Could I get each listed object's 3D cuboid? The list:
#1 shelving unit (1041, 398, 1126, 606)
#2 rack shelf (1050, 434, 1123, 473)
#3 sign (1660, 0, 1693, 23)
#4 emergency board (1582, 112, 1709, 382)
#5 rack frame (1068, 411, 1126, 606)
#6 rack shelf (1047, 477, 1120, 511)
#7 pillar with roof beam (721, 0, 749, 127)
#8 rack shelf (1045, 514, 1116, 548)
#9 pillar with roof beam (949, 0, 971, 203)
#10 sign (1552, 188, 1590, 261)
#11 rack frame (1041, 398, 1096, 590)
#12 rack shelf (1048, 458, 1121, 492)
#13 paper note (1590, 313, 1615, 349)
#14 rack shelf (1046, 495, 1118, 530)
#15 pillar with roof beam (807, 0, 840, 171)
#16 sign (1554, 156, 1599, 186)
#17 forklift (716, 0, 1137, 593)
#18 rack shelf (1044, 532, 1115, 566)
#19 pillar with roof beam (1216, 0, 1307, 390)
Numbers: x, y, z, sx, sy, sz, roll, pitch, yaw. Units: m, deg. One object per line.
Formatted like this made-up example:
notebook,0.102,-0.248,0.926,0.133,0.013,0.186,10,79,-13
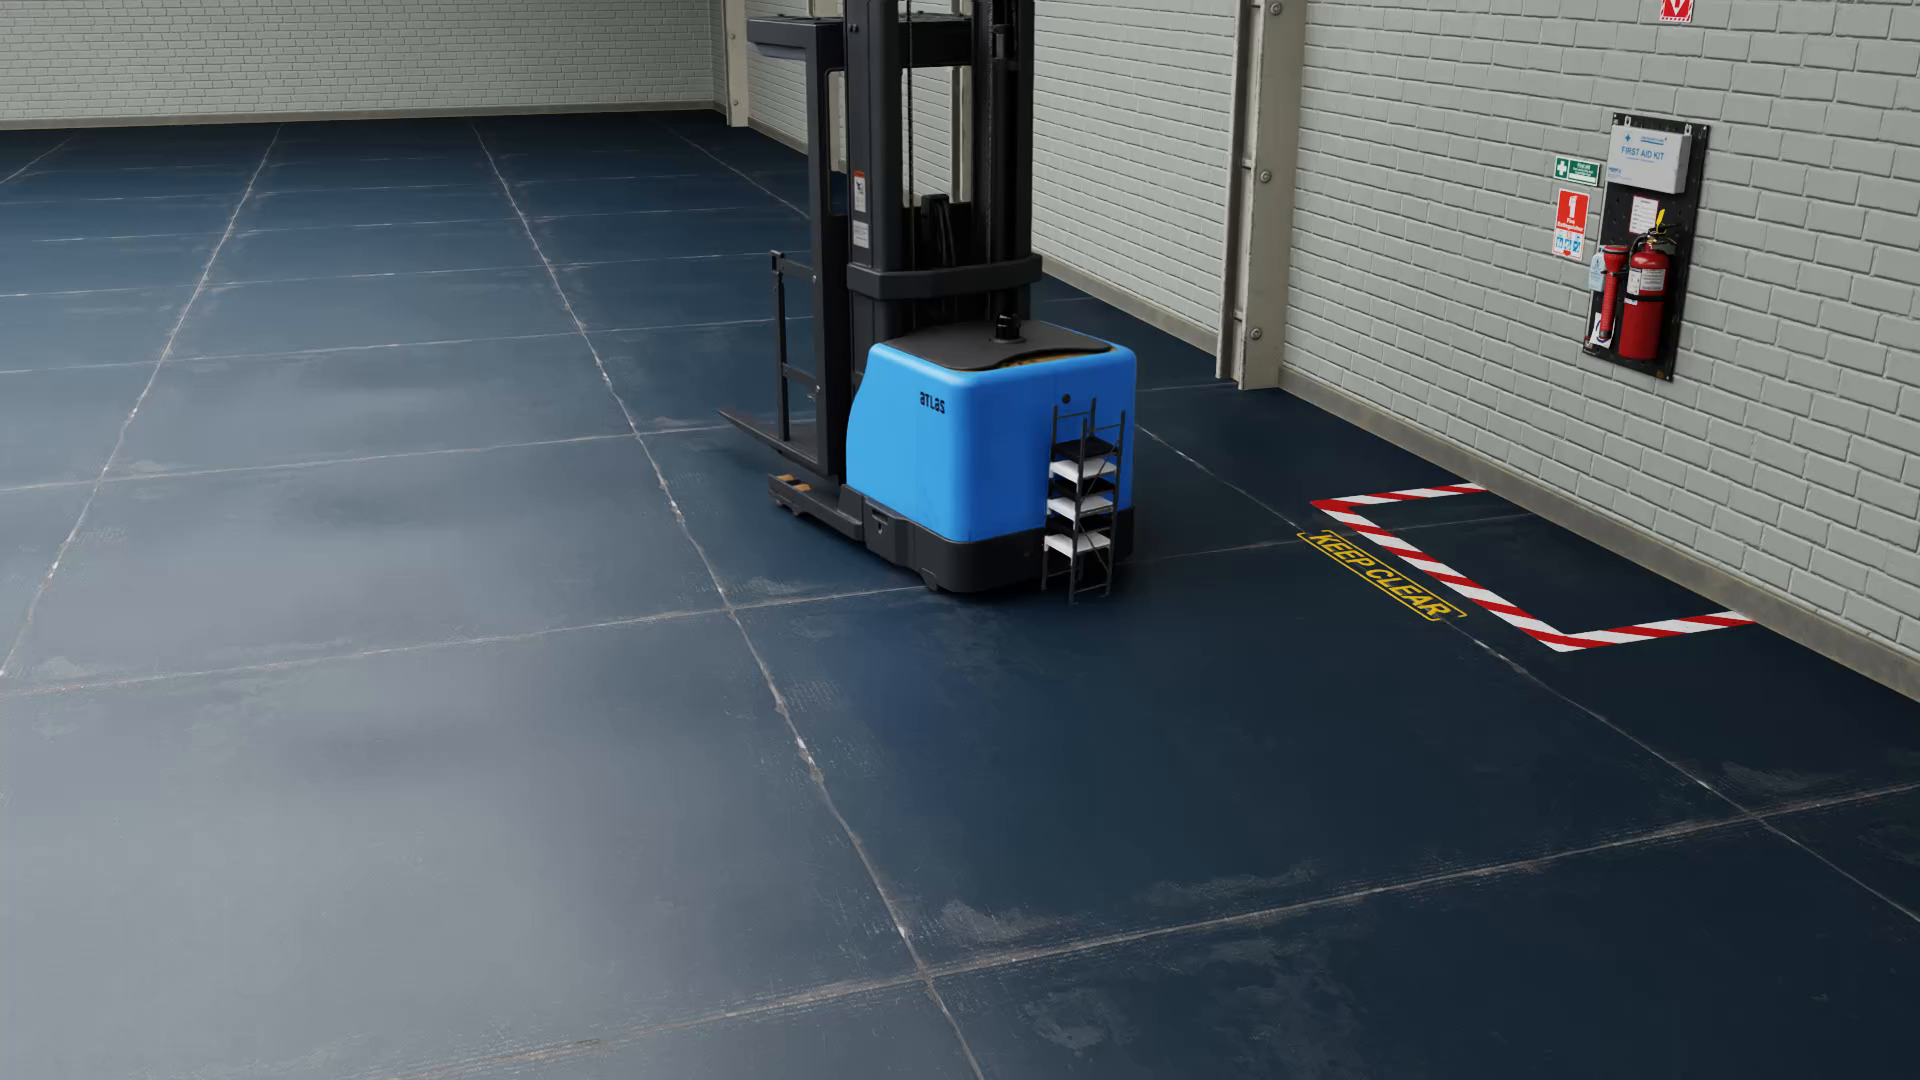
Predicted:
shelving unit,0.555,-0.170,7.539,0.258,0.900,0.210,-13,28,-33
rack shelf,0.565,-0.388,7.446,0.258,0.077,0.200,-13,28,-33
sign,3.225,-2.480,7.455,0.001,0.298,0.199,-6,21,-17
emergency board,3.133,-1.376,7.810,0.194,1.169,0.643,-6,21,-17
rack frame,0.613,-0.135,7.464,0.240,0.900,0.006,-13,28,-33
rack shelf,0.557,-0.222,7.517,0.258,0.077,0.200,-13,28,-33
pillar with roof beam,-7.756,-10.647,24.746,9.100,9.000,0.400,-6,21,-17
rack shelf,0.550,-0.057,7.588,0.258,0.077,0.200,-13,28,-33
pillar with roof beam,-3.985,-6.796,14.024,9.100,9.000,0.400,-6,21,-17
sign,3.058,-1.581,8.328,0.001,0.329,0.234,-6,21,-17
rack frame,0.496,-0.205,7.615,0.240,0.900,0.006,-13,28,-33
rack shelf,0.561,-0.305,7.481,0.258,0.077,0.200,-13,28,-33
paper note,3.143,-1.026,8.137,0.016,0.148,0.142,-6,21,-17
rack shelf,0.553,-0.140,7.552,0.258,0.077,0.200,-13,28,-33
pillar with roof beam,-5.870,-8.721,19.385,9.100,9.000,0.400,-6,21,-17
sign,3.051,-1.828,8.232,0.001,0.109,0.331,-6,21,-17
forklift,-0.372,-1.585,8.494,1.130,2.935,3.031,-12,23,-30
rack shelf,0.546,0.026,7.623,0.258,0.077,0.200,-13,28,-33
pillar with roof beam,-2.099,-4.870,8.664,9.100,9.000,0.400,-6,21,-17
